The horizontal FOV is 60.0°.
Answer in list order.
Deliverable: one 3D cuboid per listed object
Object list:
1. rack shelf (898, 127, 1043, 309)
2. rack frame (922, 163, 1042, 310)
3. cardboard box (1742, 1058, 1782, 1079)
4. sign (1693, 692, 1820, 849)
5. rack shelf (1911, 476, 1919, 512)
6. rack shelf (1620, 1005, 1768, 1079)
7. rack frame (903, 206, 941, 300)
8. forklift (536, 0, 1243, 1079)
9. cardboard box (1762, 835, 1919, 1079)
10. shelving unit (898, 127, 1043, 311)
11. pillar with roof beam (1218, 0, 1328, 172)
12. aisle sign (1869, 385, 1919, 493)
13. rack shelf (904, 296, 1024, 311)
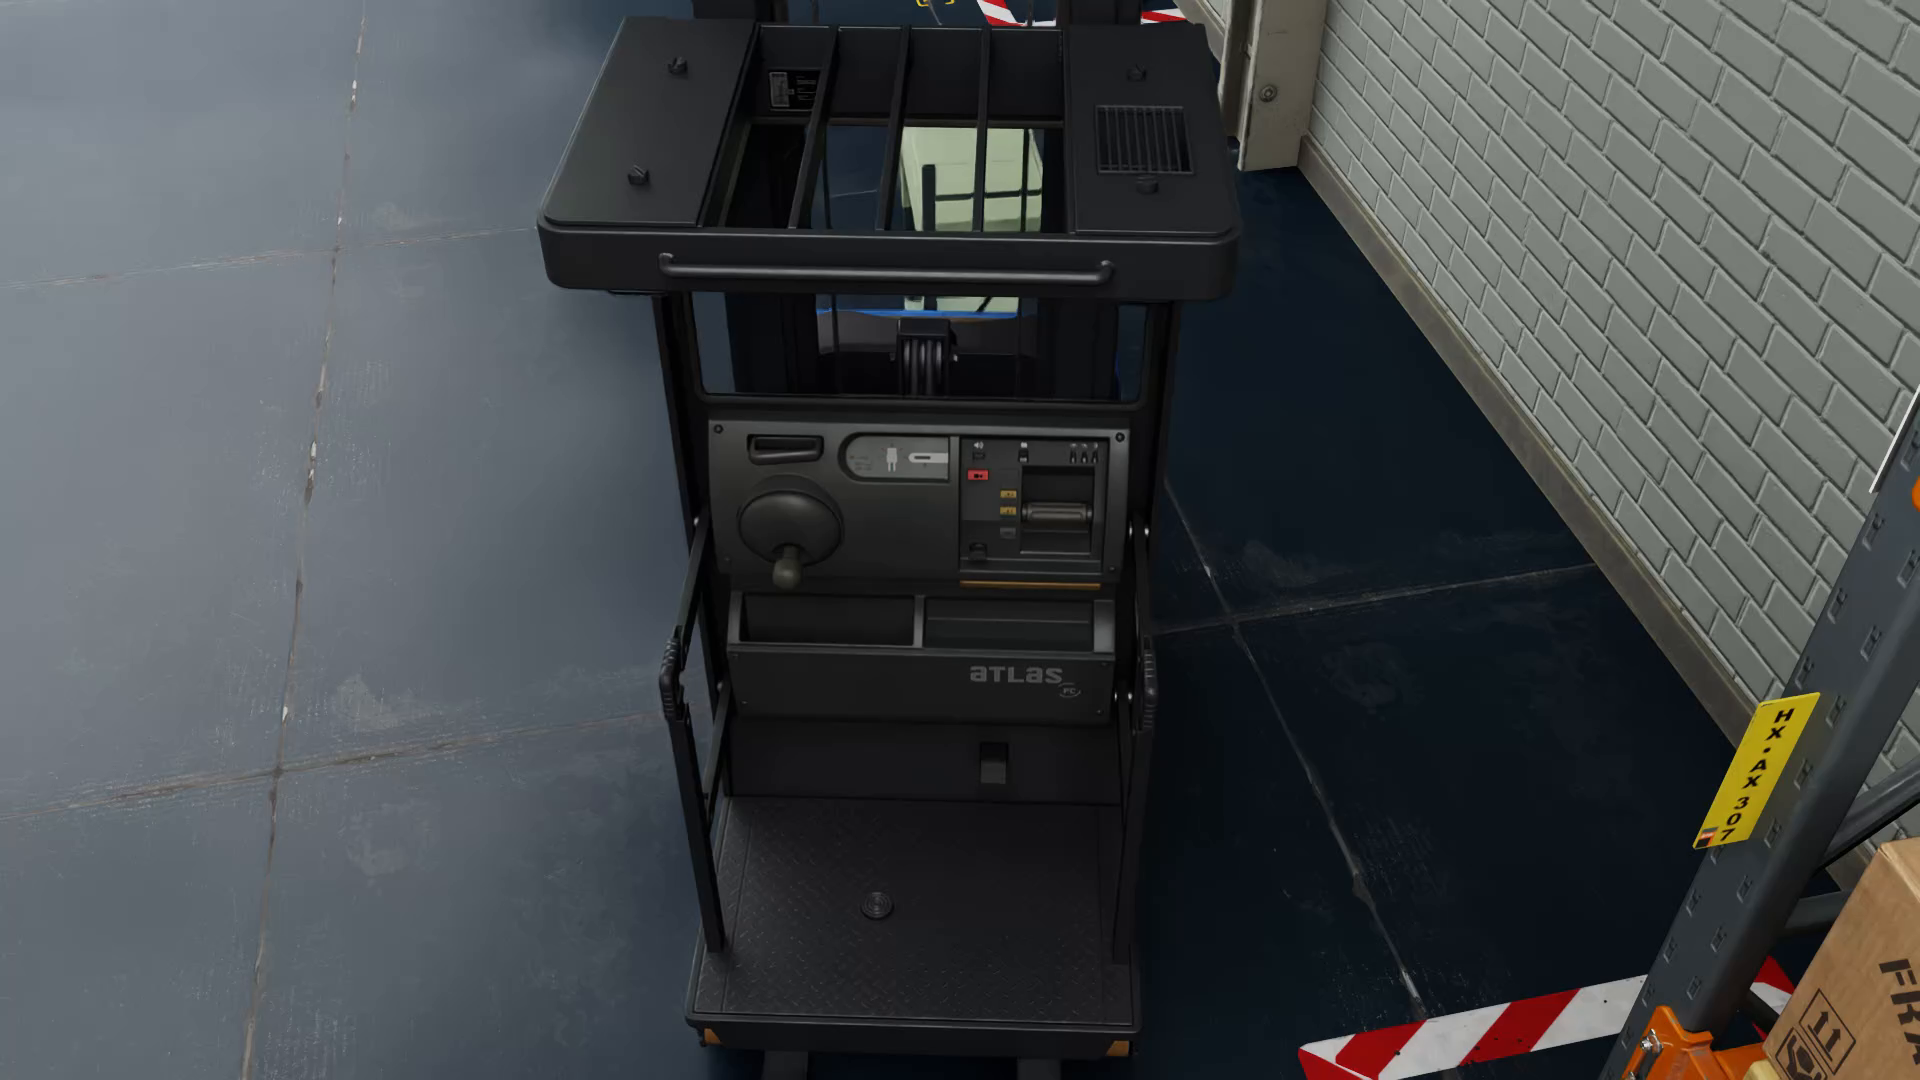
[{"bbox_3d":[0.051,-1.042,5.206,0.431,0.370,0.720,-4,42,-5],"label":"rack shelf"},{"bbox_3d":[0.093,-0.509,5.193,0.400,1.500,0.023,-4,42,-5],"label":"rack frame"},{"bbox_3d":[1.498,1.001,2.461,0.500,0.250,0.500,-9,42,-11],"label":"cardboard box"},{"bbox_3d":[1.173,0.344,2.450,0.100,0.325,0.005,-8,42,-9],"label":"sign"},{"bbox_3d":[2.134,1.034,0.608,1.077,0.370,4.000,-8,42,-9],"label":"rack shelf"},{"bbox_3d":[2.134,2.156,1.604,1.077,0.370,4.000,-8,42,-9],"label":"rack shelf"},{"bbox_3d":[0.009,-0.991,5.737,0.400,1.500,0.023,-4,42,-5],"label":"rack frame"},{"bbox_3d":[-0.097,0.001,3.541,1.130,2.935,3.031,1,42,1],"label":"forklift"},{"bbox_3d":[1.512,0.711,2.223,0.500,0.500,0.500,-8,42,-9],"label":"cardboard box"},{"bbox_3d":[0.051,-0.750,5.465,0.431,1.500,0.755,-4,42,-5],"label":"shelving unit"},{"bbox_3d":[-2.800,-4.596,4.149,9.100,9.000,0.400,-8,42,-9],"label":"pillar with roof beam"},{"bbox_3d":[1.394,-0.386,1.967,0.394,0.787,0.004,-8,42,-9],"label":"aisle sign"},{"bbox_3d":[0.051,-0.506,5.681,0.431,0.370,0.720,-4,42,-5],"label":"rack shelf"}]
